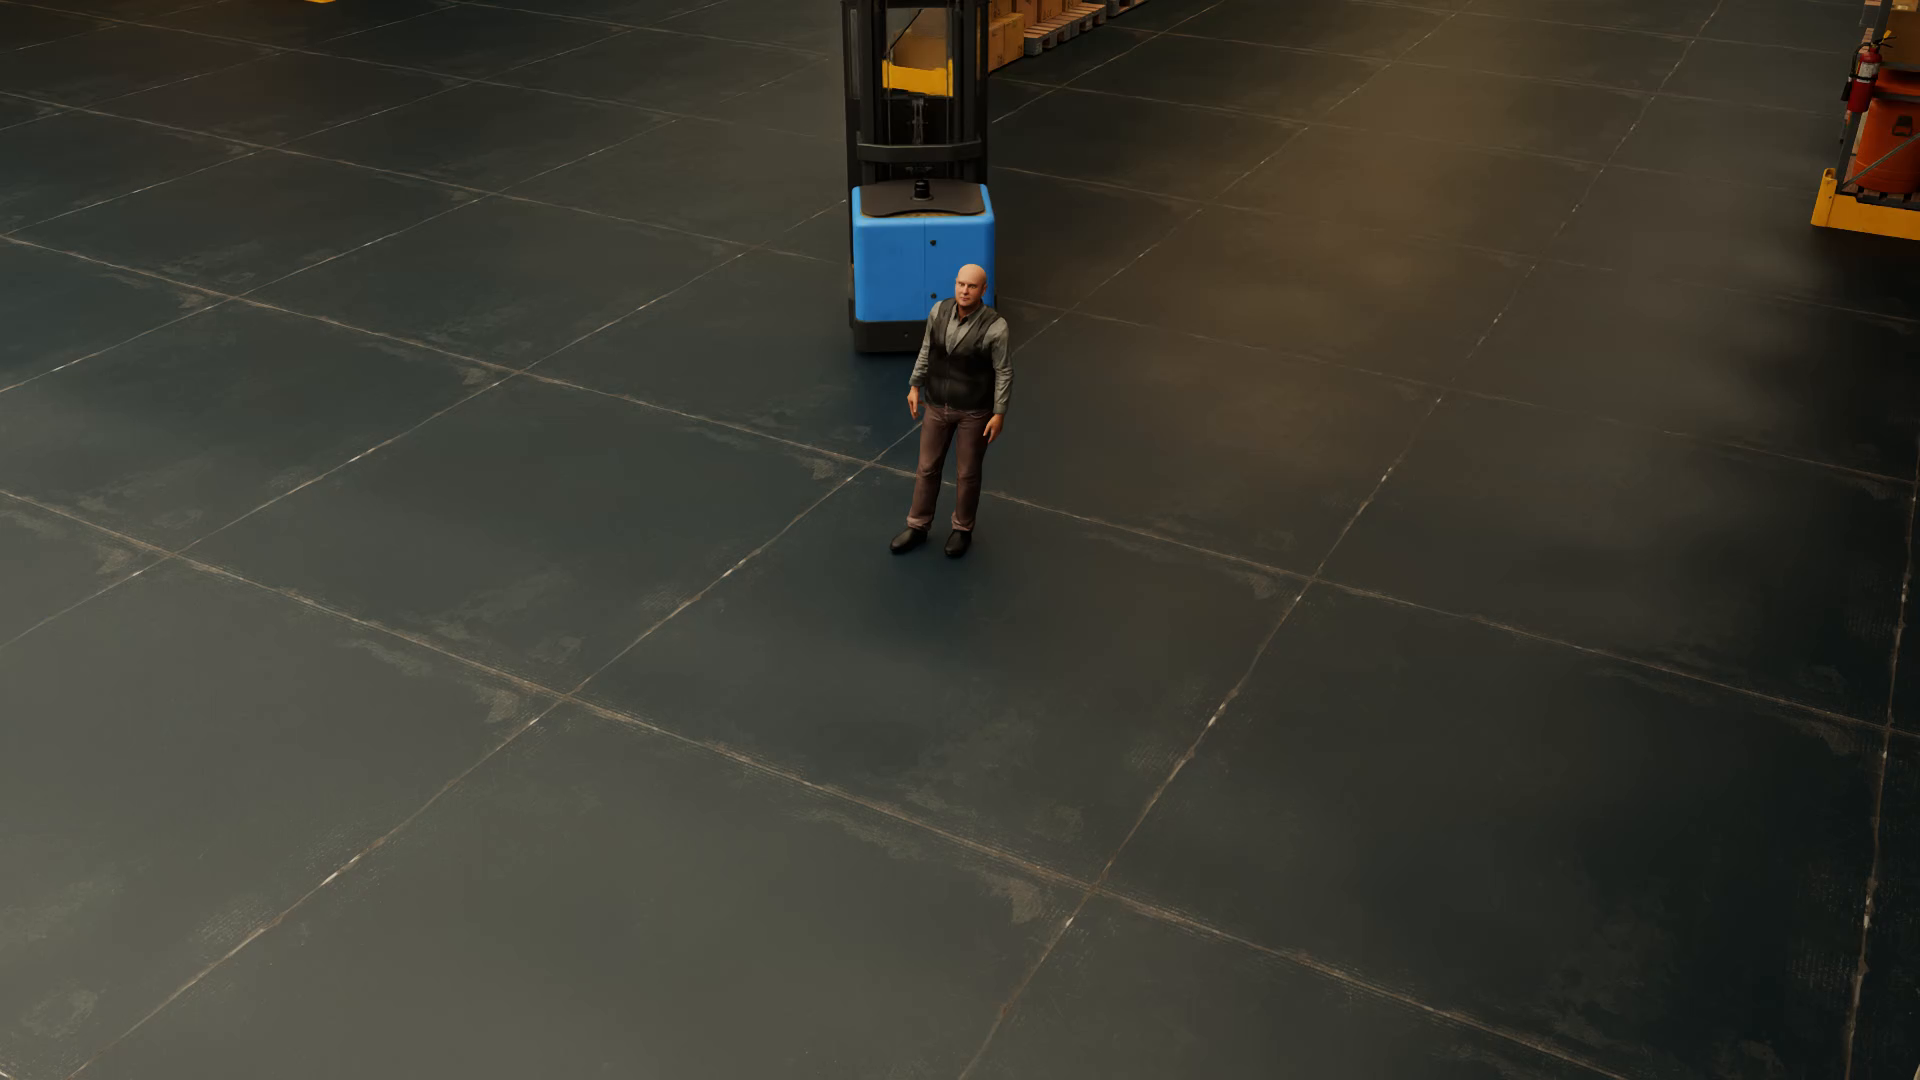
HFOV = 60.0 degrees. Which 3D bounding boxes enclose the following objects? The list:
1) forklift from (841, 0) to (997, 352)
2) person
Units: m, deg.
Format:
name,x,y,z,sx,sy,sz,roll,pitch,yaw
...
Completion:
name,x,y,z,sx,sy,sz,roll,pitch,yaw
forklift,-0.347,-3.358,12.890,1.130,2.935,3.031,-2,30,-3
person,-0.037,-0.726,9.524,0.633,1.722,0.566,15,33,25
